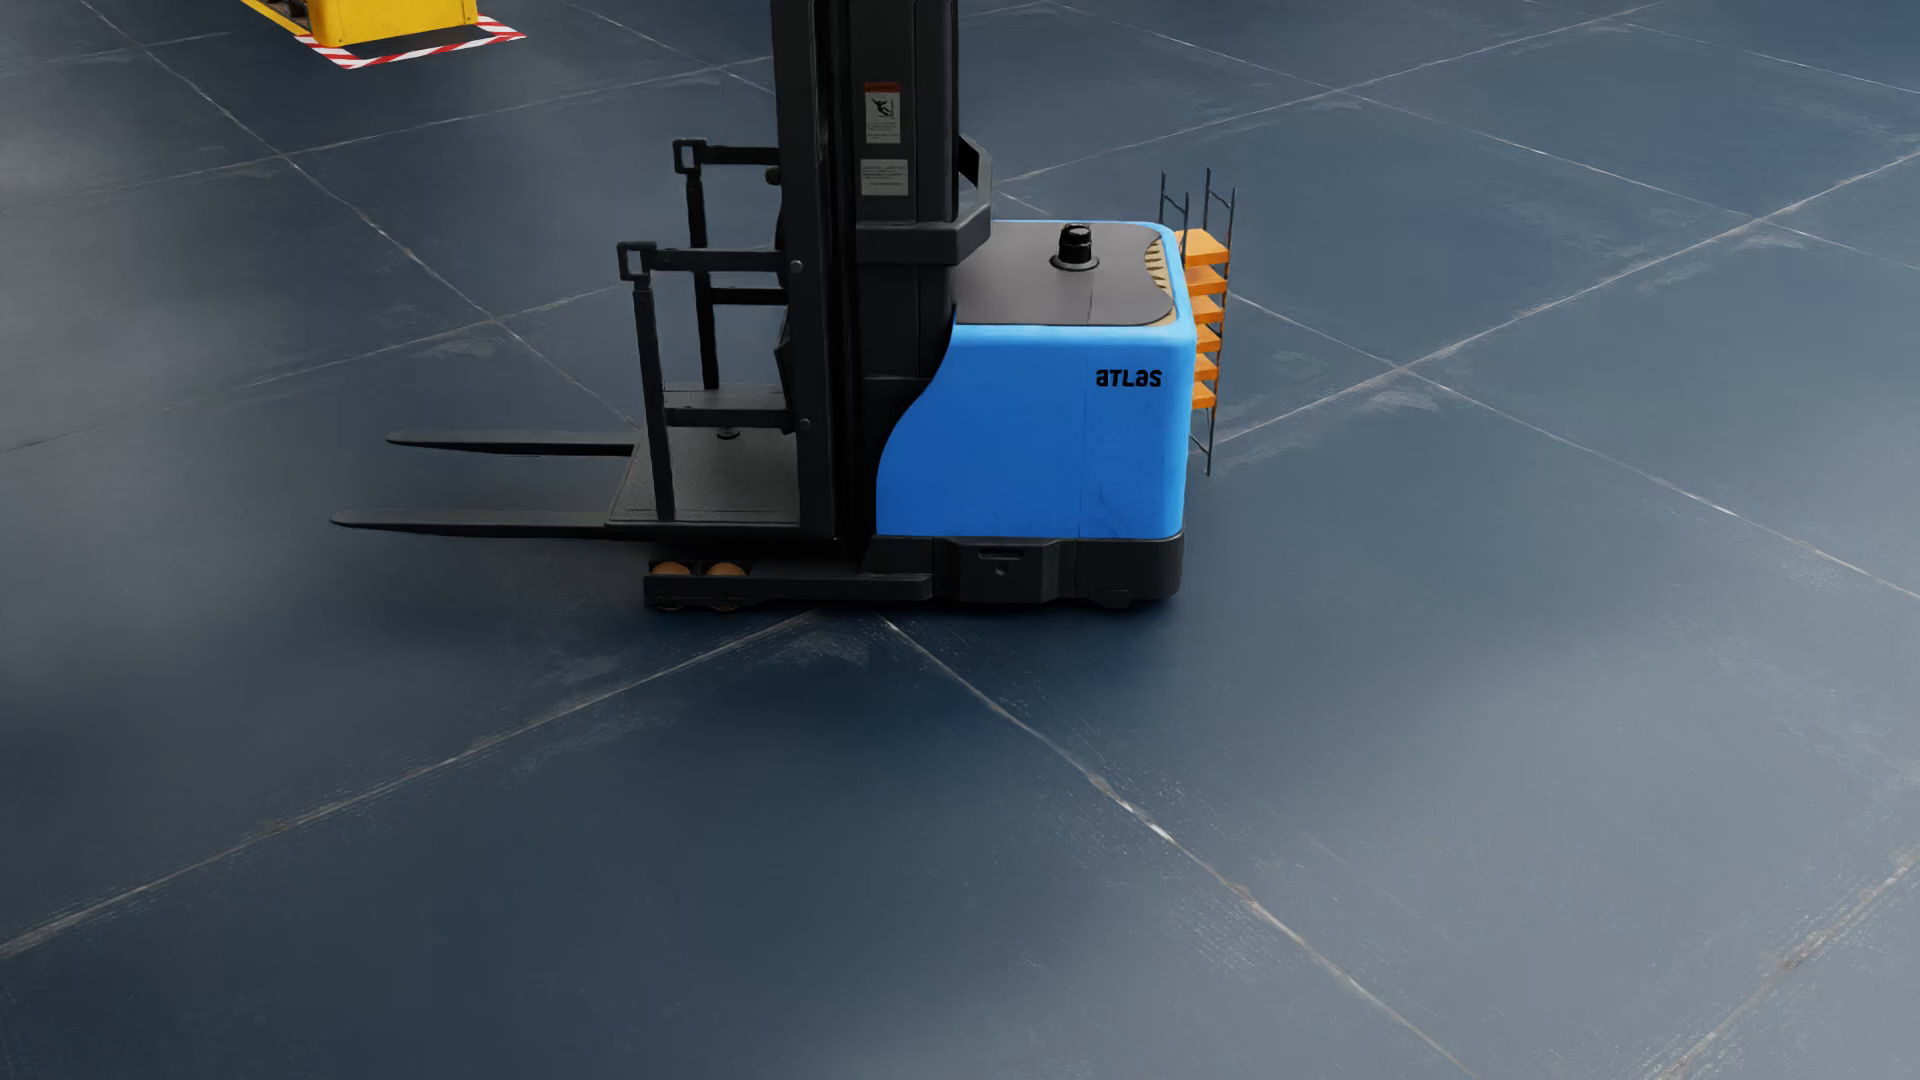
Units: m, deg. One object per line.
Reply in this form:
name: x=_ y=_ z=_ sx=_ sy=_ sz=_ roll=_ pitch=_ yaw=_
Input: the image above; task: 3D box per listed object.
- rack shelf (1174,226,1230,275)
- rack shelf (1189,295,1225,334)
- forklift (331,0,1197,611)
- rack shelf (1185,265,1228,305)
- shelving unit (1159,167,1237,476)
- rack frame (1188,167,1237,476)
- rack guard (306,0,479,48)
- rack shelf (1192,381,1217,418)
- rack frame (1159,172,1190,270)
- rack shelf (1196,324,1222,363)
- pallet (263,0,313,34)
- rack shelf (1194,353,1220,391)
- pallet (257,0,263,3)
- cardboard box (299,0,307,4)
rack shelf: x=0.877 y=-1.078 z=6.251 sx=0.180 sy=0.103 sz=0.258 roll=-9 pitch=33 yaw=-15
rack shelf: x=0.877 y=-0.875 z=6.377 sx=0.180 sy=0.103 sz=0.258 roll=-9 pitch=33 yaw=-15
forklift: x=-0.724 y=-1.274 z=5.523 sx=3.031 sy=2.935 sz=1.130 roll=1 pitch=32 yaw=1
rack shelf: x=0.877 y=-0.976 z=6.314 sx=0.180 sy=0.103 sz=0.258 roll=-9 pitch=33 yaw=-15
shelving unit: x=0.876 y=-0.810 z=6.417 sx=0.189 sy=1.200 sz=0.258 roll=-9 pitch=33 yaw=-15
rack frame: x=0.964 y=-0.825 z=6.441 sx=0.006 sy=1.200 sz=0.240 roll=-9 pitch=33 yaw=-15
rack guard: x=-4.173 y=-3.997 z=12.212 sx=1.175 sy=0.500 sz=0.348 roll=-22 pitch=38 yaw=-31
rack shelf: x=0.876 y=-0.569 z=6.567 sx=0.180 sy=0.103 sz=0.258 roll=-9 pitch=33 yaw=-15
rack frame: x=0.789 y=-0.796 z=6.394 sx=0.006 sy=1.200 sz=0.240 roll=-9 pitch=33 yaw=-15
rack shelf: x=0.876 y=-0.773 z=6.441 sx=0.180 sy=0.103 sz=0.258 roll=-9 pitch=33 yaw=-15
pallet: x=-4.690 y=-4.190 z=12.795 sx=1.003 sy=0.211 sz=1.213 roll=-22 pitch=38 yaw=-31
rack shelf: x=0.876 y=-0.671 z=6.504 sx=0.180 sy=0.103 sz=0.258 roll=-9 pitch=33 yaw=-15
pallet: x=-5.434 y=-4.698 z=13.613 sx=1.003 sy=0.211 sz=1.213 roll=-22 pitch=38 yaw=-31
cardboard box: x=-4.750 y=-4.207 z=12.389 sx=0.500 sy=0.250 sz=0.500 roll=-22 pitch=38 yaw=-31
